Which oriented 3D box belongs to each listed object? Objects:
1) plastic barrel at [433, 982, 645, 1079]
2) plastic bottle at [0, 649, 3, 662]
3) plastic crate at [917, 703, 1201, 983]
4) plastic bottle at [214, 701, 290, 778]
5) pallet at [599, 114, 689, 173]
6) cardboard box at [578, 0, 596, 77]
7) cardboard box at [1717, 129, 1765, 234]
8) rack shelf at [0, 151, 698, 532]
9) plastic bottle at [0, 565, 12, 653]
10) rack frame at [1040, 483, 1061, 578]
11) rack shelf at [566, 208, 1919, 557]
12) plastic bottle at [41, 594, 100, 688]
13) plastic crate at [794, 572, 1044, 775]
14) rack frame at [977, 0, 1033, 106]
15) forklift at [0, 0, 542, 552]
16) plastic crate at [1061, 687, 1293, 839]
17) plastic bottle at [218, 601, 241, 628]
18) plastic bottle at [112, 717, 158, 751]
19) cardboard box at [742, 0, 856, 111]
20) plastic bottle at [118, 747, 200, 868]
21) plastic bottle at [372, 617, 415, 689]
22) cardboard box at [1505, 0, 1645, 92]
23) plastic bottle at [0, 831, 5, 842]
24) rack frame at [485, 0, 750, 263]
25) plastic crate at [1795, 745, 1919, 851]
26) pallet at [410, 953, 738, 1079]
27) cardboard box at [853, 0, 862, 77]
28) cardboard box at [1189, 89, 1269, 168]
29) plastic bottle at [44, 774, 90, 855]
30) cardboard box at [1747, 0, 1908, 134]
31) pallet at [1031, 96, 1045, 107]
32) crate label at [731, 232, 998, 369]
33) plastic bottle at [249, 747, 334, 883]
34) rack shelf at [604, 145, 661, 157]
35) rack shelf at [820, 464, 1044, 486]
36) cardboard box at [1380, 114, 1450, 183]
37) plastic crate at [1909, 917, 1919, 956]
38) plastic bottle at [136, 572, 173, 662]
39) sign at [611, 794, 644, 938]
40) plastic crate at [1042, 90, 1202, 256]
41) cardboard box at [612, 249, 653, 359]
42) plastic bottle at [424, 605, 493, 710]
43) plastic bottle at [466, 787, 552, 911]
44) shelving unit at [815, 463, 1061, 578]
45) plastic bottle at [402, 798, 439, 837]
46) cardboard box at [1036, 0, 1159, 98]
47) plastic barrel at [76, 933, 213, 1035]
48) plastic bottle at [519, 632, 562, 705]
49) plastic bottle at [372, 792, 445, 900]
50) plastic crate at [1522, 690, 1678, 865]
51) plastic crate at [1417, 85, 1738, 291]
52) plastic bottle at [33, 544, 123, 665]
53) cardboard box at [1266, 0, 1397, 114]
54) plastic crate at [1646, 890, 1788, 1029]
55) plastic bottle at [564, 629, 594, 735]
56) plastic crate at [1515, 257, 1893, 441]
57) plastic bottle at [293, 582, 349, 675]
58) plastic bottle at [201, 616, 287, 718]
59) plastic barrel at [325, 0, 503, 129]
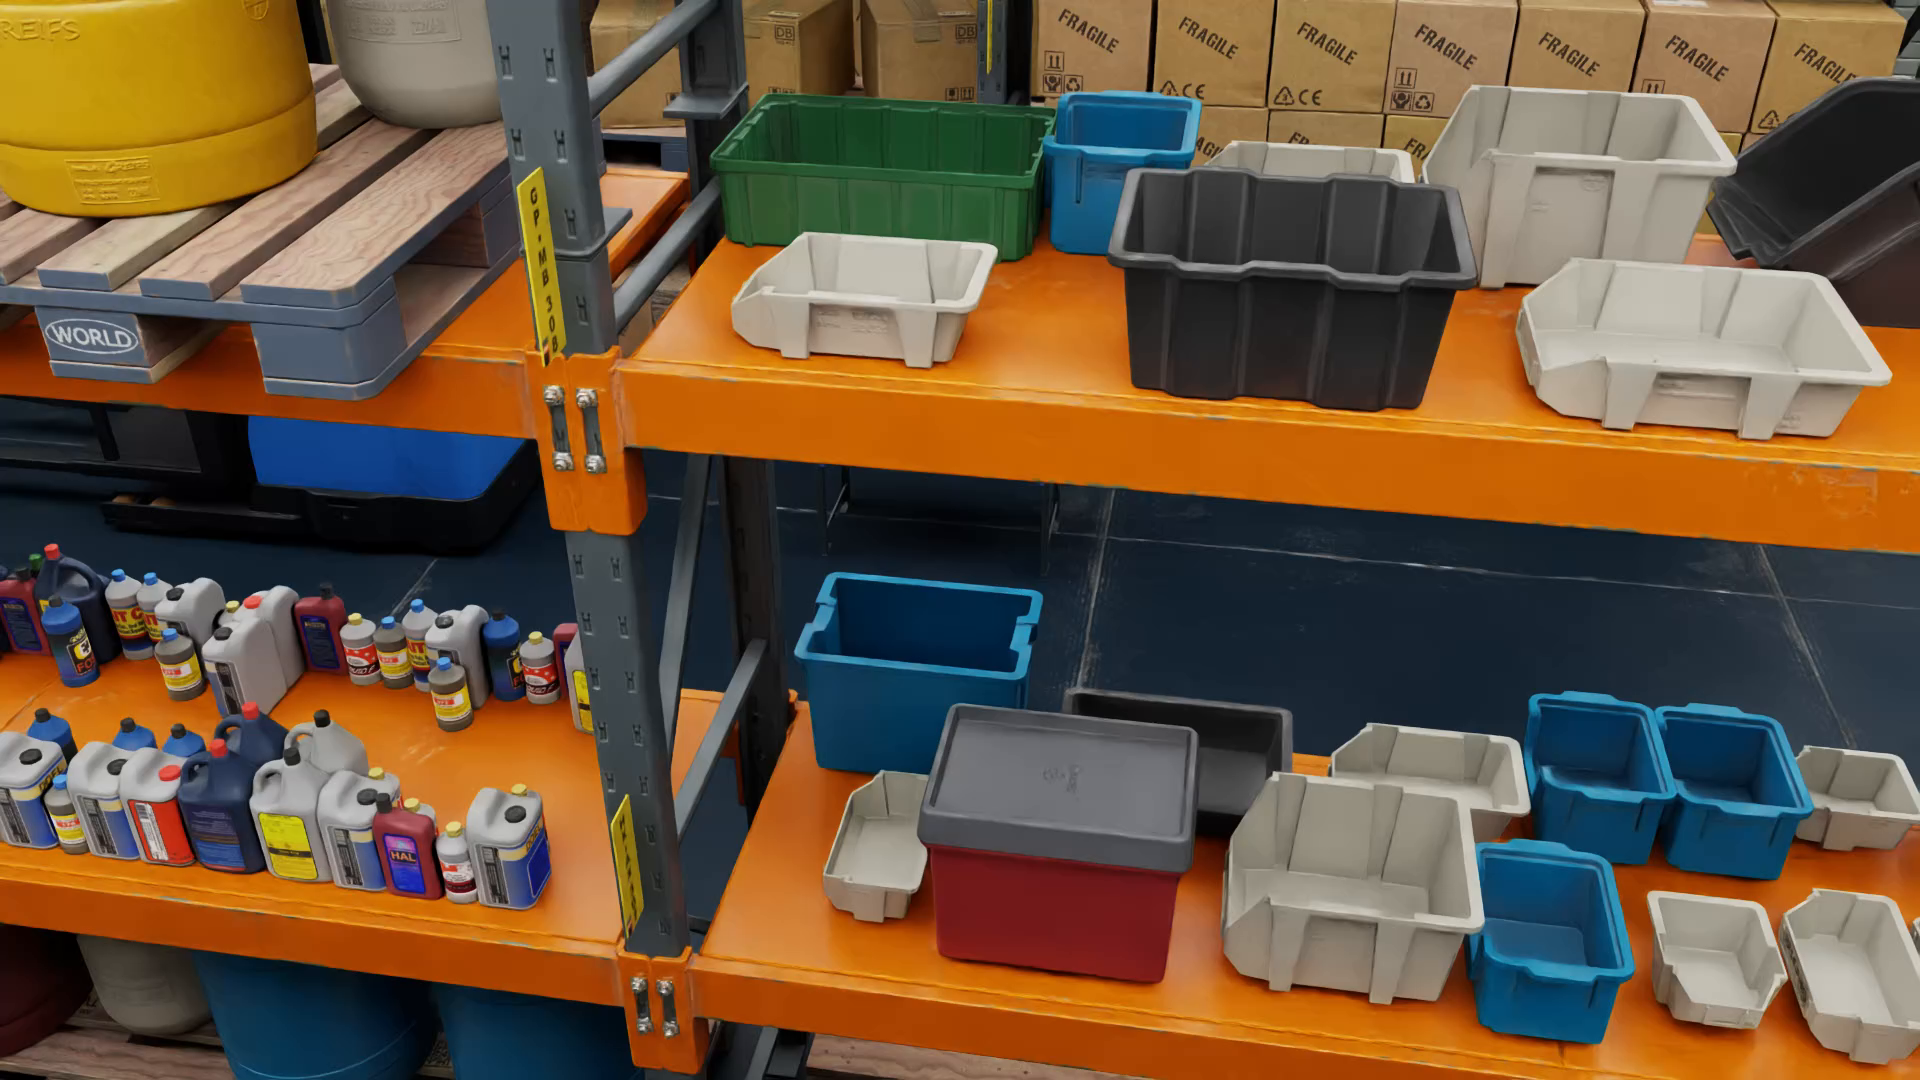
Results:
[{"bbox_3d":[-1.147,1.182,4.617,0.708,0.901,0.600,5,32,8],"label":"plastic barrel"},{"bbox_3d":[-2.802,0.227,4.670,0.133,0.283,0.061,5,32,8],"label":"plastic bottle"},{"bbox_3d":[0.224,0.686,3.710,0.583,0.464,0.402,5,32,8],"label":"plastic crate"},{"bbox_3d":[-1.733,0.546,4.097,0.185,0.351,0.144,5,32,8],"label":"plastic bottle"},{"bbox_3d":[-1.802,-2.167,8.566,1.213,0.211,1.003,5,32,8],"label":"pallet"},{"bbox_3d":[-2.211,-2.461,8.365,0.500,0.500,0.700,11,34,17],"label":"cardboard box"},{"bbox_3d":[3.679,-1.646,7.458,0.500,0.500,0.500,6,33,10],"label":"cardboard box"},{"bbox_3d":[-2.585,-0.617,3.760,4.000,0.370,1.077,5,32,8],"label":"rack shelf"},{"bbox_3d":[-2.810,0.142,4.742,0.185,0.351,0.144,5,32,8],"label":"plastic bottle"},{"bbox_3d":[0.417,-0.598,7.292,0.032,1.500,0.500,5,32,8],"label":"rack frame"},{"bbox_3d":[1.358,-0.260,3.190,4.000,0.370,1.077,5,32,8],"label":"rack shelf"},{"bbox_3d":[-2.473,0.272,4.610,0.097,0.271,0.097,0,32,0],"label":"plastic bottle"},{"bbox_3d":[-0.096,0.372,4.287,0.575,0.384,0.392,5,32,8],"label":"plastic crate"},{"bbox_3d":[0.223,-2.063,8.218,0.127,3.000,1.000,5,32,8],"label":"rack frame"},{"bbox_3d":[-3.565,-1.545,7.455,3.031,2.935,1.130,5,32,8],"label":"forklift"},{"bbox_3d":[0.535,0.578,4.202,0.590,0.125,0.437,5,32,8],"label":"plastic crate"},{"bbox_3d":[-2.029,0.264,4.688,0.097,0.201,0.097,0,32,0],"label":"plastic bottle"},{"bbox_3d":[-2.044,0.560,4.150,0.097,0.271,0.097,0,32,0],"label":"plastic bottle"},{"bbox_3d":[-0.895,-2.471,8.380,0.500,0.500,0.700,10,33,16],"label":"cardboard box"},{"bbox_3d":[-1.914,0.636,4.023,0.135,0.276,0.152,5,32,8],"label":"plastic bottle"},{"bbox_3d":[-1.572,0.305,4.622,0.097,0.201,0.097,0,32,0],"label":"plastic bottle"},{"bbox_3d":[2.671,-2.156,7.331,0.500,0.500,0.500,6,33,10],"label":"cardboard box"},{"bbox_3d":[-2.394,0.639,4.089,0.097,0.201,0.097,0,32,0],"label":"plastic bottle"},{"bbox_3d":[-0.614,-2.015,2.488,0.127,3.000,1.000,5,32,8],"label":"rack frame"},{"bbox_3d":[2.170,0.644,4.085,0.298,0.136,0.250,5,32,8],"label":"plastic crate"},{"bbox_3d":[-1.367,1.619,4.965,1.213,0.211,1.003,5,32,8],"label":"pallet"},{"bbox_3d":[-0.486,-3.988,12.925,0.750,0.750,0.750,6,33,10],"label":"cardboard box"},{"bbox_3d":[1.185,-1.873,7.821,0.500,0.500,0.500,6,32,9],"label":"cardboard box"},{"bbox_3d":[-2.166,0.660,4.056,0.097,0.201,0.097,0,32,0],"label":"plastic bottle"},{"bbox_3d":[3.681,-2.068,7.190,0.500,0.500,0.500,5,32,8],"label":"cardboard box"},{"bbox_3d":[0.280,-3.501,13.145,1.213,0.211,1.003,5,32,8],"label":"pallet"},{"bbox_3d":[-0.180,-0.437,3.043,0.466,0.136,0.293,5,32,8],"label":"crate label"},{"bbox_3d":[-1.575,0.638,3.951,0.185,0.351,0.144,5,32,8],"label":"plastic bottle"},{"bbox_3d":[-1.748,-1.936,8.694,4.000,0.370,1.077,5,32,8],"label":"rack shelf"},{"bbox_3d":[-0.084,-0.491,7.460,1.000,0.185,0.538,5,32,8],"label":"rack shelf"},{"bbox_3d":[2.179,-1.783,7.676,0.500,0.500,0.500,5,32,8],"label":"cardboard box"},{"bbox_3d":[2.212,0.959,3.582,0.243,0.136,0.396,5,32,8],"label":"plastic crate"},{"bbox_3d":[-2.257,0.214,4.703,0.097,0.271,0.097,0,32,0],"label":"plastic bottle"},{"bbox_3d":[-0.708,0.698,3.547,0.005,0.325,0.100,5,32,8],"label":"sign"},{"bbox_3d":[0.337,-0.759,3.465,0.300,0.233,0.416,5,32,8],"label":"plastic crate"},{"bbox_3d":[-1.793,-1.221,8.816,0.500,0.500,0.500,4,32,7],"label":"cardboard box"},{"bbox_3d":[-1.367,0.307,4.549,0.135,0.276,0.152,5,32,8],"label":"plastic bottle"},{"bbox_3d":[-1.057,0.714,3.899,0.135,0.276,0.152,5,32,8],"label":"plastic bottle"},{"bbox_3d":[-0.084,-0.643,7.364,1.048,1.500,0.538,5,32,8],"label":"shelving unit"},{"bbox_3d":[-1.297,0.706,3.982,0.097,0.201,0.097,0,32,0],"label":"plastic bottle"},{"bbox_3d":[0.640,-2.340,7.624,0.500,0.500,0.500,6,33,9],"label":"cardboard box"},{"bbox_3d":[-2.387,1.186,4.977,0.421,0.512,0.421,0,32,0],"label":"plastic barrel"},{"bbox_3d":[-1.152,0.343,4.562,0.097,0.201,0.097,0,32,0],"label":"plastic bottle"},{"bbox_3d":[-1.293,0.714,3.892,0.133,0.283,0.061,5,32,8],"label":"plastic bottle"},{"bbox_3d":[1.547,0.592,4.079,0.300,0.233,0.416,5,32,8],"label":"plastic crate"},{"bbox_3d":[1.196,-0.696,3.319,0.530,0.282,0.437,5,32,8],"label":"plastic crate"},{"bbox_3d":[-2.496,0.171,4.696,0.185,0.351,0.144,5,32,8],"label":"plastic bottle"},{"bbox_3d":[1.656,-2.248,7.477,0.500,0.500,0.500,4,32,7],"label":"cardboard box"},{"bbox_3d":[1.638,0.931,3.628,0.250,0.136,0.298,5,32,8],"label":"plastic crate"},{"bbox_3d":[-0.946,0.344,4.420,0.185,0.351,0.144,5,32,8],"label":"plastic bottle"},{"bbox_3d":[1.250,-0.330,2.871,0.530,0.136,0.437,5,32,8],"label":"plastic crate"},{"bbox_3d":[-1.779,0.242,4.646,0.133,0.283,0.061,5,32,8],"label":"plastic bottle"},{"bbox_3d":[-1.944,0.337,4.502,0.135,0.276,0.152,5,32,8],"label":"plastic bottle"},{"bbox_3d":[-1.091,-1.158,3.421,0.433,0.535,0.433,0,32,0],"label":"plastic barrel"}]
